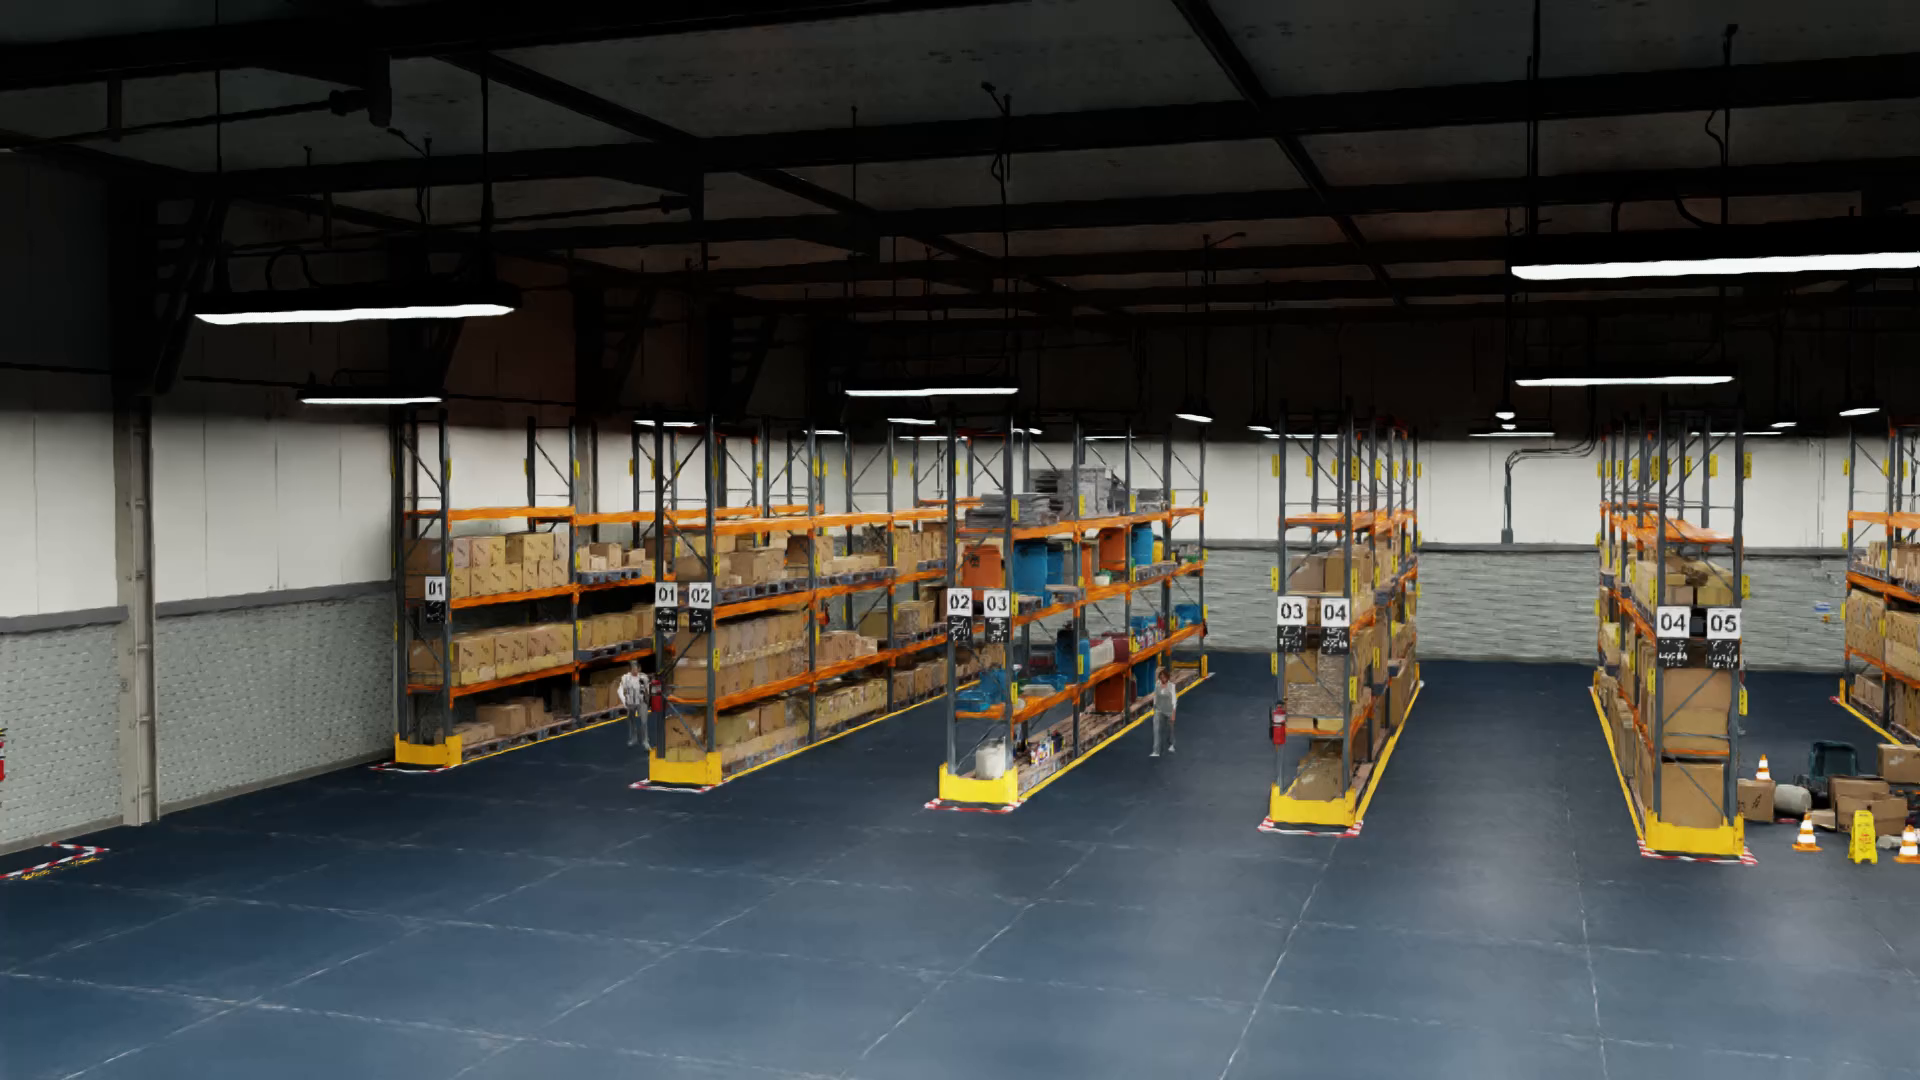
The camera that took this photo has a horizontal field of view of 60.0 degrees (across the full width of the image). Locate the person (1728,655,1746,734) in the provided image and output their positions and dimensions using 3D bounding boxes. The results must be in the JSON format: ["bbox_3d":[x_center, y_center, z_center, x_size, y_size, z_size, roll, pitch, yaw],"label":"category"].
[{"bbox_3d":[14.667,2.742,31.492,0.456,1.786,0.620,-1,3,-13],"label":"person"}]

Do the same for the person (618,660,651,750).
[{"bbox_3d":[-5.771,2.918,29.731,0.638,1.595,0.814,0,2,2],"label":"person"}]

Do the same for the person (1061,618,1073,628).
[{"bbox_3d":[2.412,2.577,36.803,0.417,1.679,0.506,0,2,-11],"label":"person"}]

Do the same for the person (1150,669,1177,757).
[{"bbox_3d":[3.562,2.984,28.918,0.404,1.512,1.039,1,3,17],"label":"person"}]
